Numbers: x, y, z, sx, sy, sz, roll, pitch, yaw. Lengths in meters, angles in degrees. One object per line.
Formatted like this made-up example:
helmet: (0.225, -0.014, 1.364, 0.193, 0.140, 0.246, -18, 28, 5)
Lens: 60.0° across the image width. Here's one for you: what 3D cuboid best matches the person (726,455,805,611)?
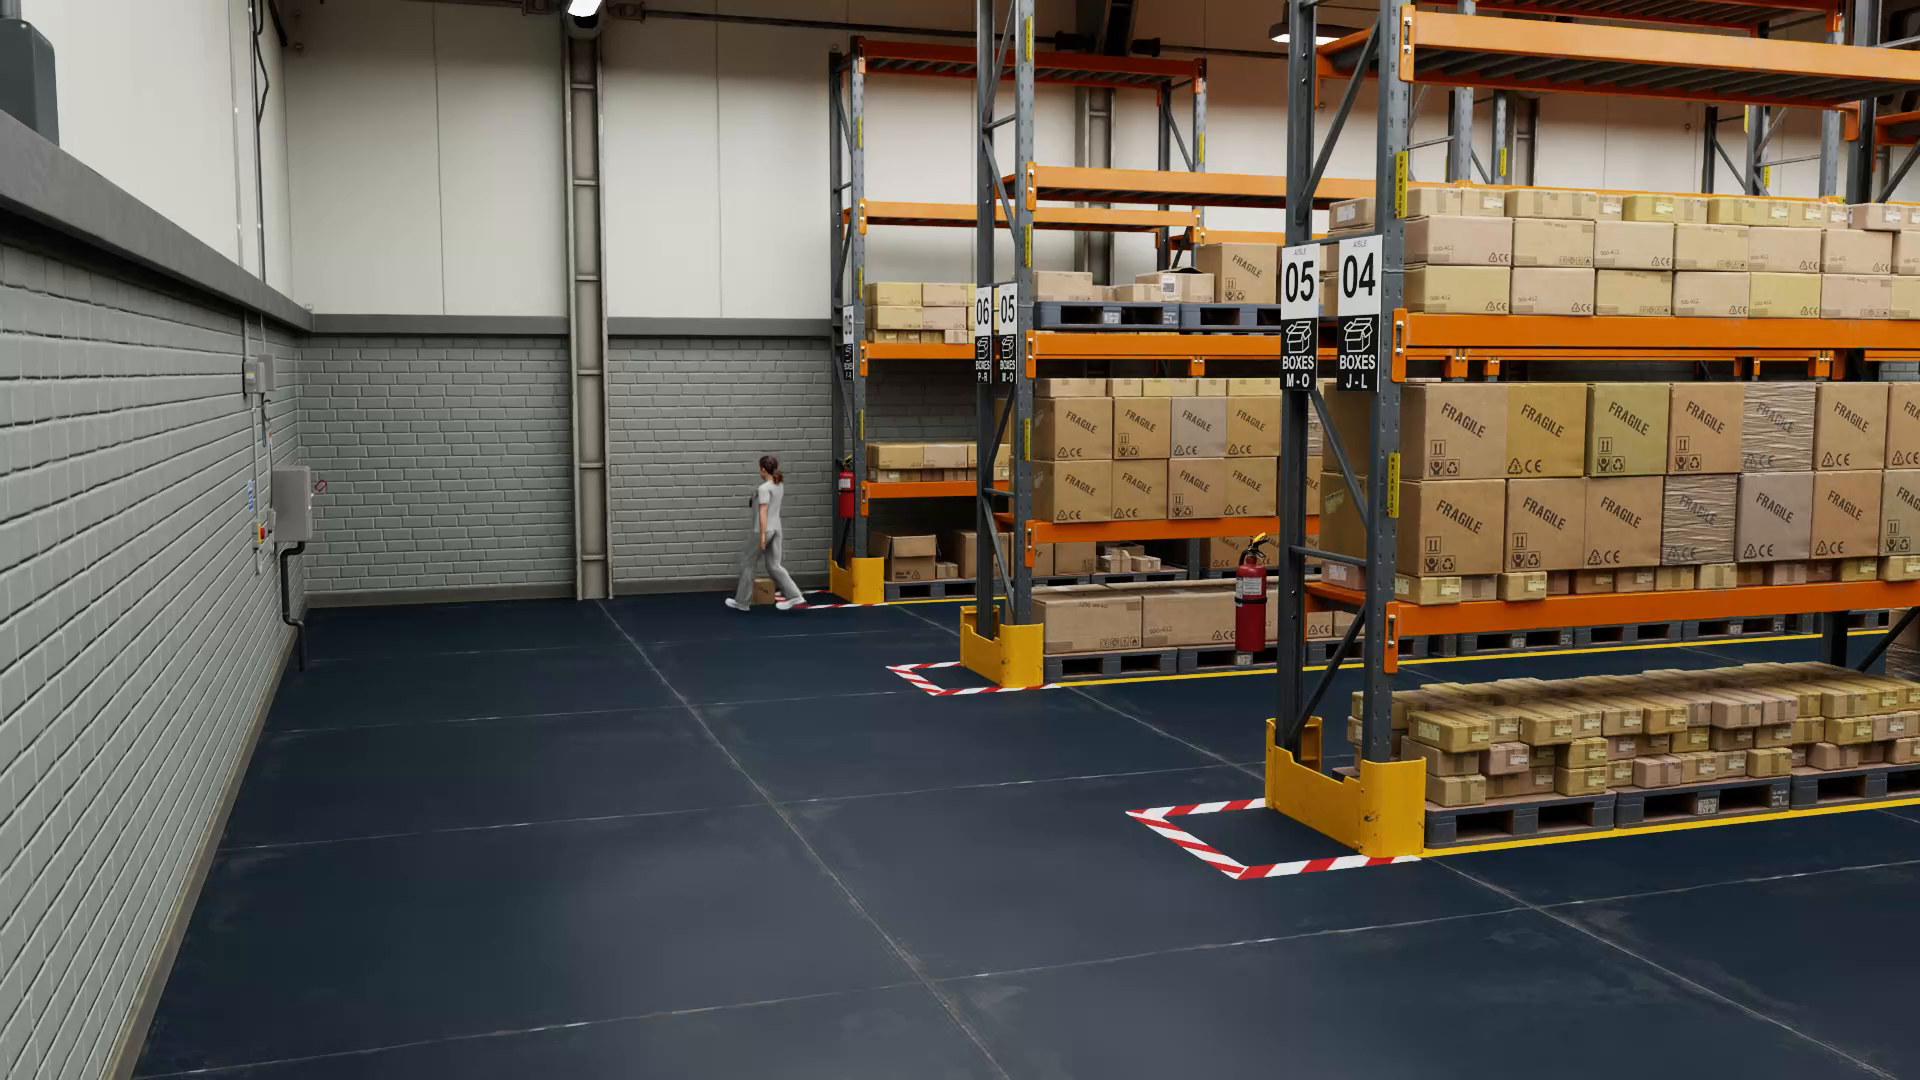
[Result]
person: (-2.027, -0.067, 17.273, 0.940, 1.634, 0.506, 4, 7, 33)
